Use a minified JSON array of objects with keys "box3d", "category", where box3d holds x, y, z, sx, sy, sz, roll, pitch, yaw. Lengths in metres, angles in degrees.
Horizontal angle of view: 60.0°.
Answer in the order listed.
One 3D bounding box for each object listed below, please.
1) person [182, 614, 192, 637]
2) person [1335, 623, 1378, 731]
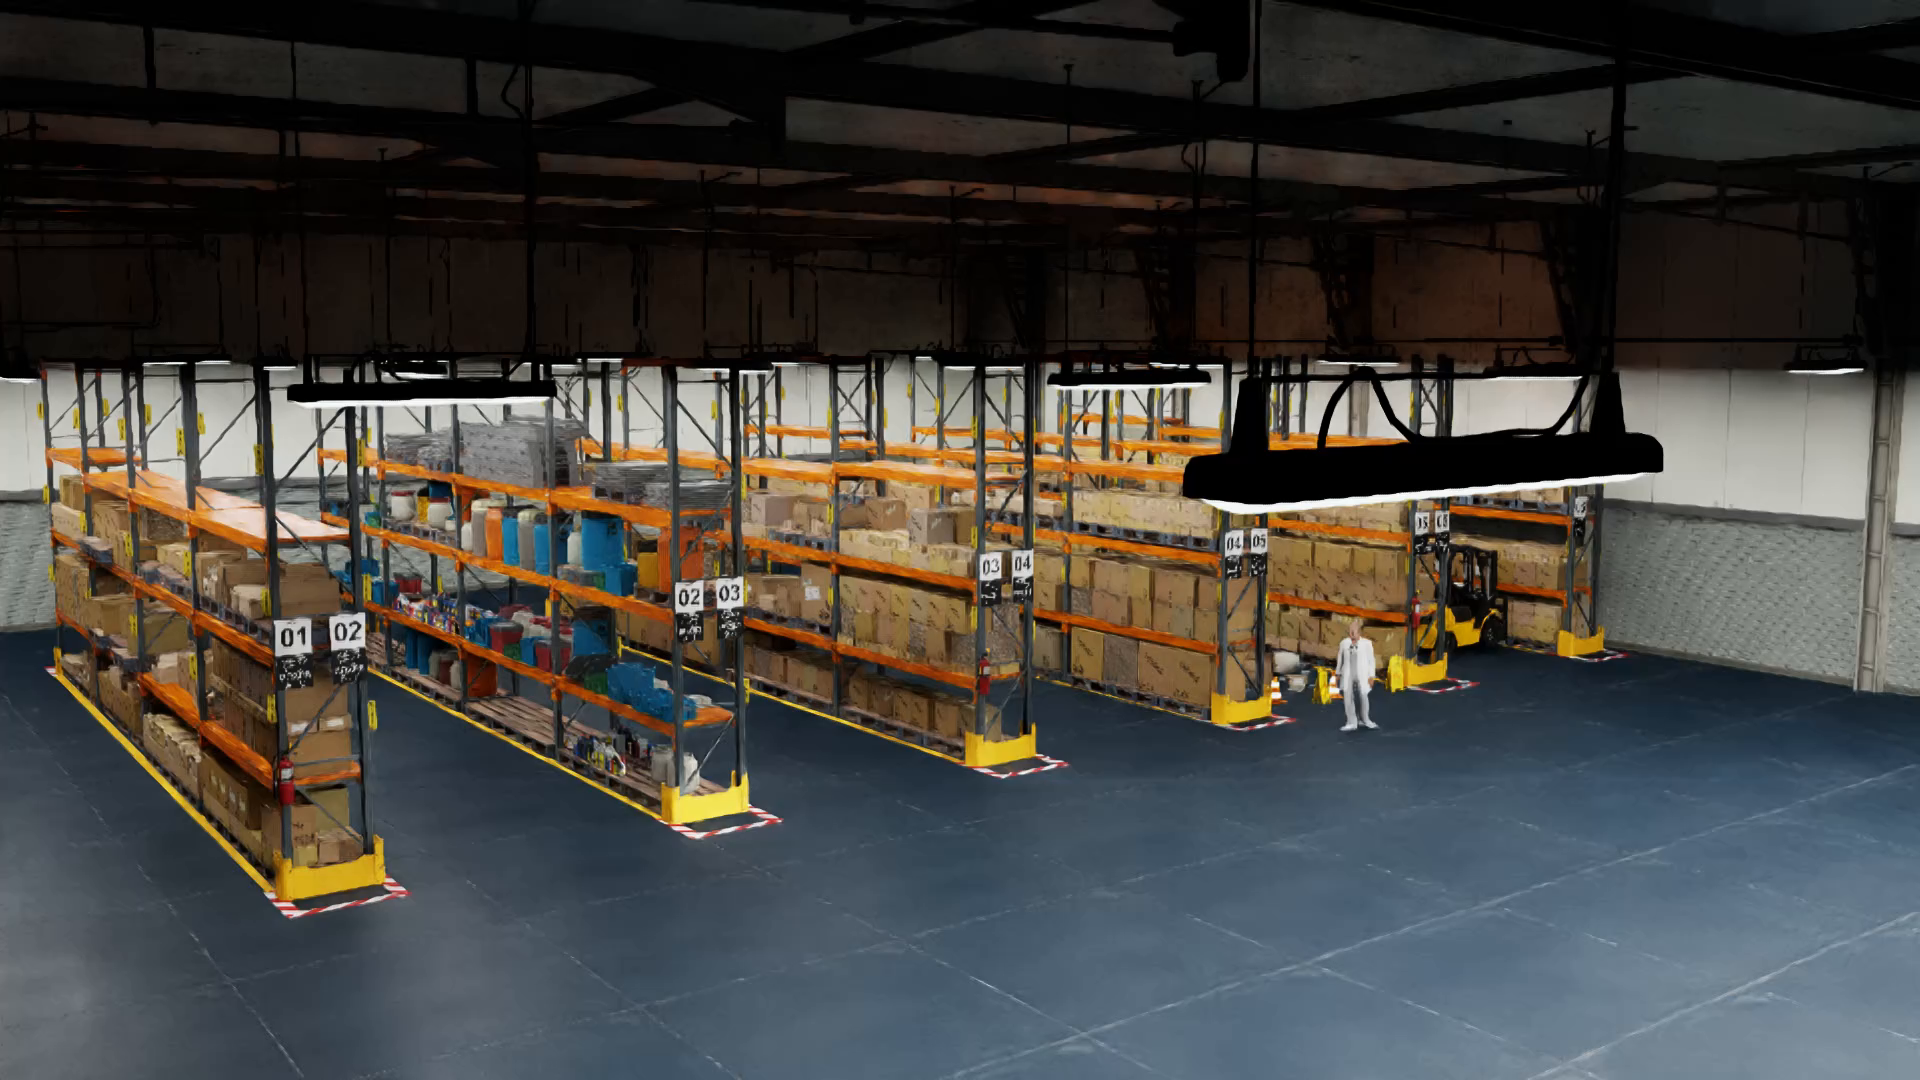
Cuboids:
[{"box3d":[-15.817,1.365,34.293,0.702,1.735,0.549,-5,9,-37],"category":"person"},{"box3d":[6.464,2.318,27.107,0.691,1.558,0.595,3,8,24],"category":"person"}]
